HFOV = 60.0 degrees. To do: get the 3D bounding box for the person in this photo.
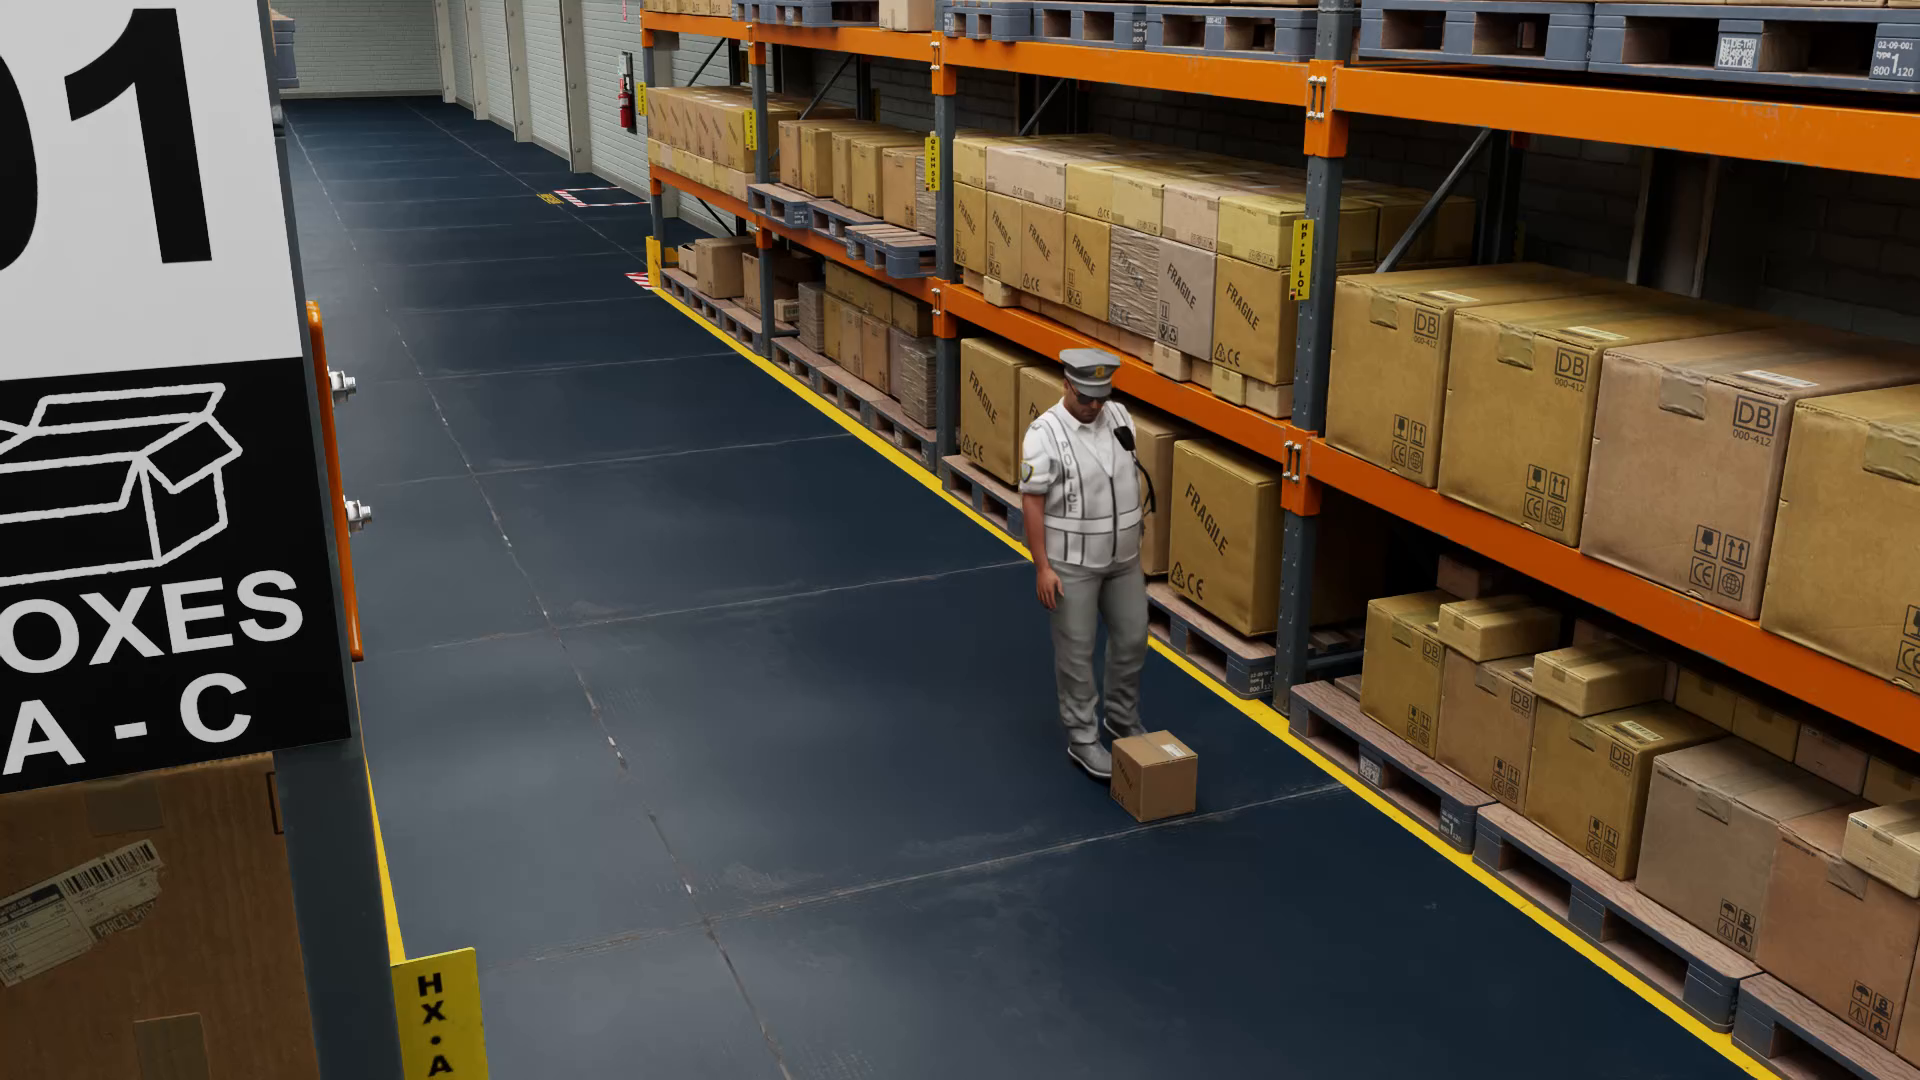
[{"bbox_3d":[0.576,0.112,6.757,0.619,1.800,0.515,-10,21,-26],"label":"person"}]
